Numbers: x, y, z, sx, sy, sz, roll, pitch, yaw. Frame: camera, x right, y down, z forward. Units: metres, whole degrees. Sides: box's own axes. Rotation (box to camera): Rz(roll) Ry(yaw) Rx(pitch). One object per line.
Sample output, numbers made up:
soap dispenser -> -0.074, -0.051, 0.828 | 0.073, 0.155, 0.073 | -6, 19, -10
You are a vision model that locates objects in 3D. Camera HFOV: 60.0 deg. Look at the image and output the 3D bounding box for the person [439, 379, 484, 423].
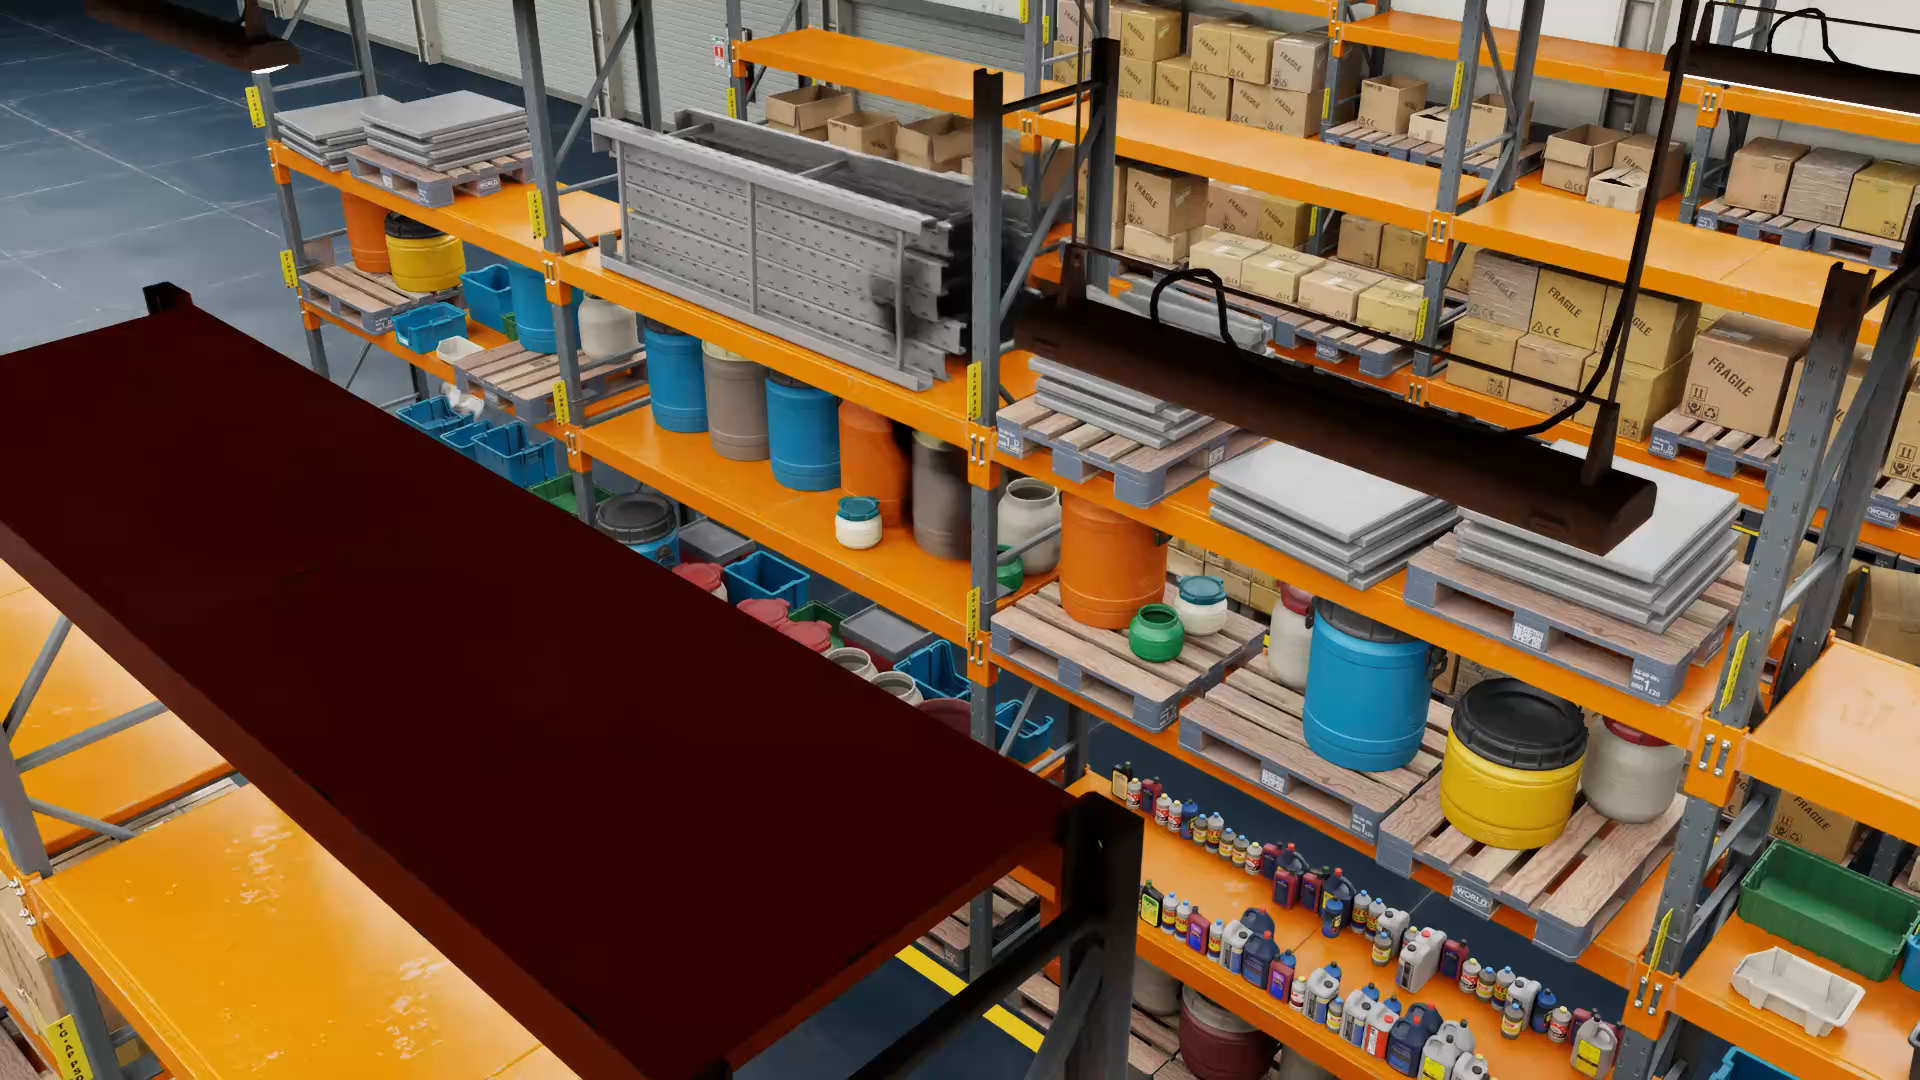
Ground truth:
person -> -4.959, -1.264, 16.837 | 0.769, 1.664, 0.669 | 6, 30, 11
